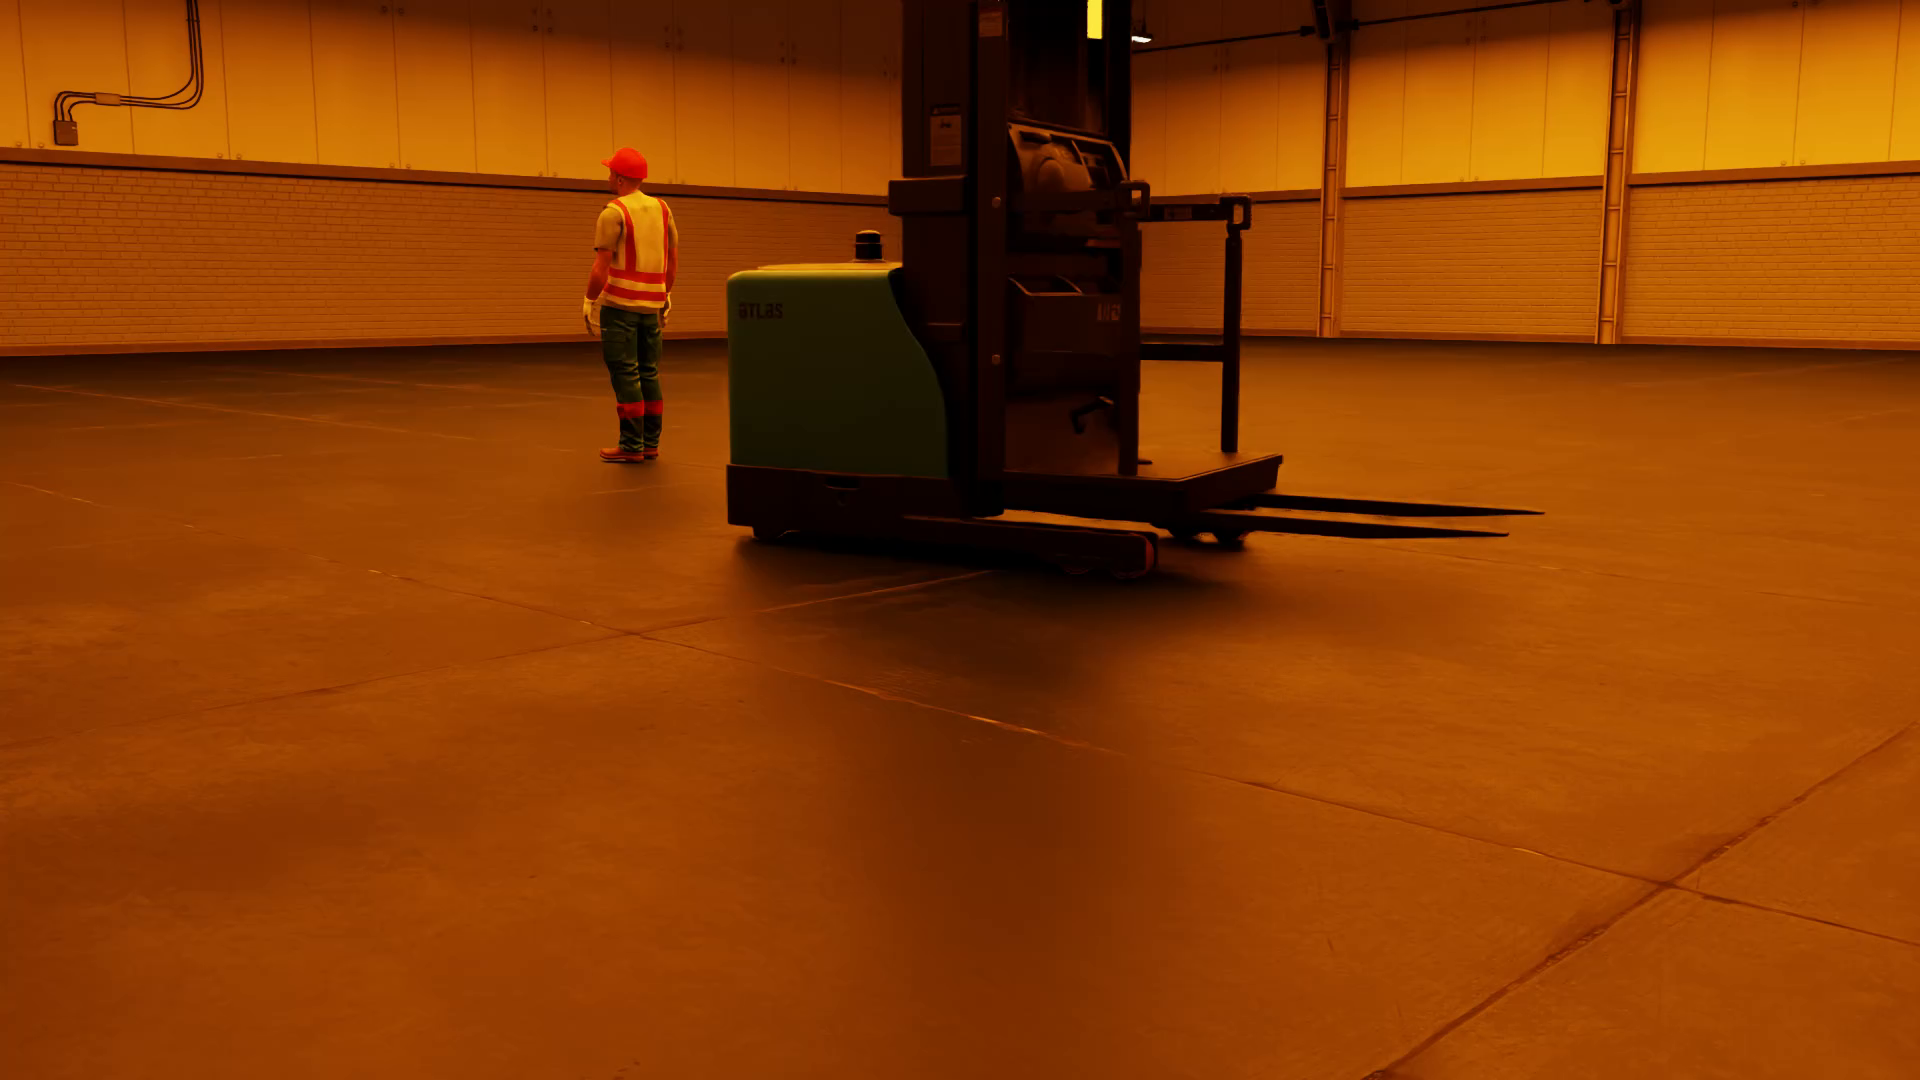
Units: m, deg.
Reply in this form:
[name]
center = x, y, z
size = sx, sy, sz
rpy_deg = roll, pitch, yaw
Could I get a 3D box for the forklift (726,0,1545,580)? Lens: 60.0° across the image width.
[forklift]
center = 0.597, -1.400, 6.171
size = 3.031, 2.935, 1.130
rpy_deg = 5, 10, 29

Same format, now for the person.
[person]
center = -1.960, -1.355, 9.662
size = 0.562, 1.790, 0.637
rpy_deg = 7, 11, 37
